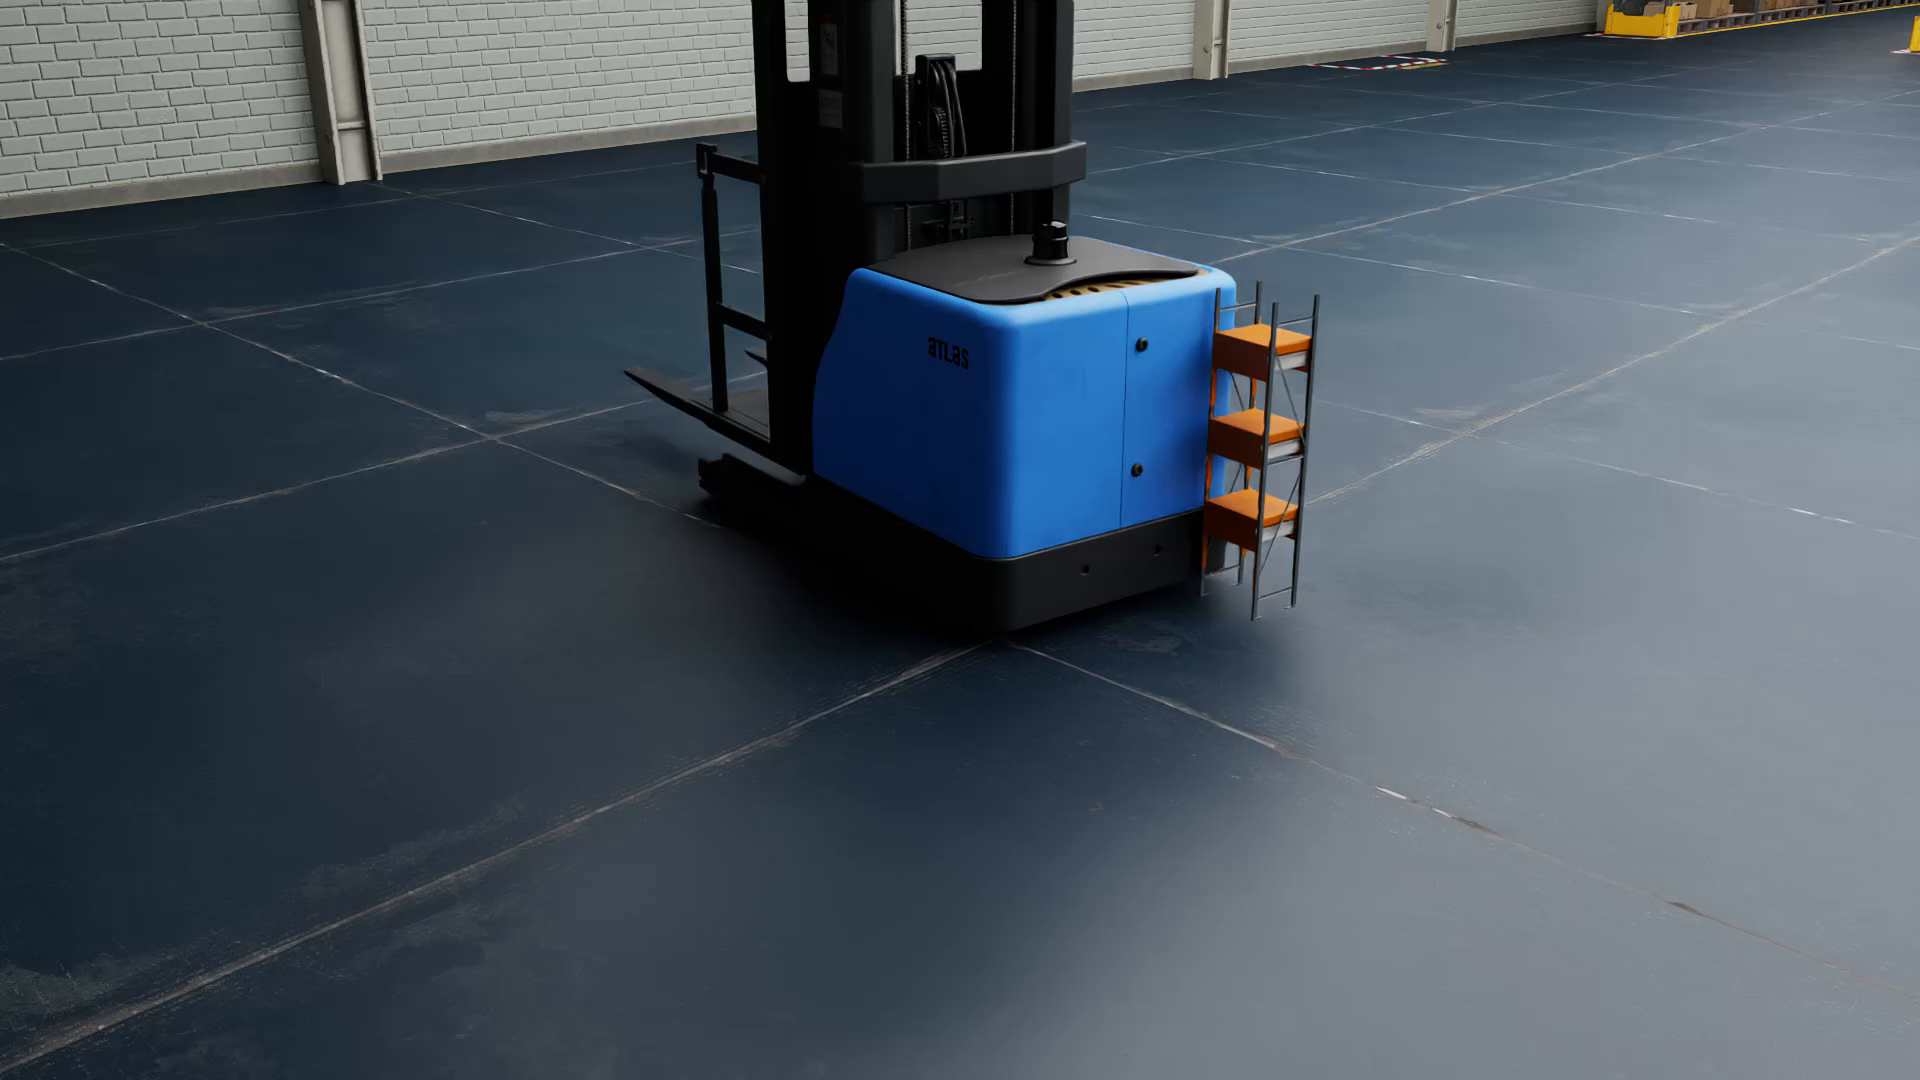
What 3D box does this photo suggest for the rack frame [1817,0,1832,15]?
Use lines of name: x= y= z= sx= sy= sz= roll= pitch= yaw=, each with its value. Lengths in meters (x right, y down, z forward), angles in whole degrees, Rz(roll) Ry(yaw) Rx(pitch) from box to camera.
rack frame: x=17.373 y=-12.240 z=33.740 sx=1.000 sy=3.000 sz=0.127 roll=19 pitch=28 yaw=41

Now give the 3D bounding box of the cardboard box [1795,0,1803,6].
cardboard box: x=16.466 y=-10.978 z=33.325 sx=0.700 sy=0.500 sz=0.500 roll=19 pitch=28 yaw=41

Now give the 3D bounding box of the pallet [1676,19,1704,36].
pallet: x=12.437 y=-9.102 z=29.461 sx=1.003 sy=0.211 sz=1.213 roll=19 pitch=28 yaw=41

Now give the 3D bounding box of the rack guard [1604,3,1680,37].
rack guard: x=11.845 y=-9.037 z=28.889 sx=1.175 sy=0.500 sz=0.348 roll=19 pitch=28 yaw=41

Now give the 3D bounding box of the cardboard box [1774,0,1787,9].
cardboard box: x=15.794 y=-10.711 z=32.631 sx=0.700 sy=0.500 sz=0.500 roll=20 pitch=28 yaw=41

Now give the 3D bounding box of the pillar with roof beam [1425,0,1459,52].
pillar with roof beam: x=10.560 y=-10.761 z=21.529 sx=9.100 sy=9.000 sz=0.400 roll=19 pitch=28 yaw=41

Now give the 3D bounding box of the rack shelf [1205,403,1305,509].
rack shelf: x=0.955 y=-0.273 z=5.352 sx=0.215 sy=0.259 sz=0.240 roll=-15 pitch=25 yaw=-33

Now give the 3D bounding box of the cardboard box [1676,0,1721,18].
cardboard box: x=13.285 y=-9.701 z=30.003 sx=0.700 sy=0.500 sz=0.500 roll=17 pitch=27 yaw=37

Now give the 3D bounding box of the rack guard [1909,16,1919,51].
rack guard: x=15.327 y=-7.772 z=25.599 sx=1.175 sy=0.500 sz=0.348 roll=19 pitch=28 yaw=41

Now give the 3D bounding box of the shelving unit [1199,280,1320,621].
shelving unit: x=0.955 y=-0.283 z=5.348 sx=0.215 sy=1.050 sz=0.252 roll=-15 pitch=25 yaw=-33

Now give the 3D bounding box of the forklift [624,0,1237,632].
forklift: x=-0.358 y=-1.552 z=6.027 sx=1.130 sy=2.935 sz=3.031 roll=-14 pitch=25 yaw=-33

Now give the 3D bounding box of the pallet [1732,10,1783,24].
pallet: x=15.125 y=-10.111 z=32.087 sx=1.003 sy=0.211 sz=1.213 roll=19 pitch=28 yaw=41

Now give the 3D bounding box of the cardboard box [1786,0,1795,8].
cardboard box: x=16.139 y=-10.843 z=32.975 sx=0.700 sy=0.500 sz=0.500 roll=19 pitch=28 yaw=40

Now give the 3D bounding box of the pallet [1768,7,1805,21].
pallet: x=15.976 y=-10.426 z=32.907 sx=1.003 sy=0.211 sz=1.213 roll=19 pitch=28 yaw=41

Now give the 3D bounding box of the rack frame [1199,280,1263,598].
rack frame: x=0.883 y=-0.319 z=5.440 sx=0.200 sy=1.050 sz=0.008 roll=-15 pitch=25 yaw=-33

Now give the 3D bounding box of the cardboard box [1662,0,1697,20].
cardboard box: x=12.737 y=-9.436 z=29.579 sx=0.500 sy=0.311 sz=0.500 roll=-17 pitch=27 yaw=-38

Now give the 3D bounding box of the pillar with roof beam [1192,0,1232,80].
pillar with roof beam: x=6.374 y=-9.219 z=17.516 sx=9.100 sy=9.000 sz=0.400 roll=19 pitch=28 yaw=41

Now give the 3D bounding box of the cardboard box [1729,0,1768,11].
cardboard box: x=15.084 y=-10.444 z=31.937 sx=0.500 sy=0.500 sz=0.700 roll=-19 pitch=28 yaw=-40

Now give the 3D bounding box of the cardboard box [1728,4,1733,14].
cardboard box: x=14.231 y=-9.950 z=31.117 sx=0.380 sy=0.166 sz=0.250 roll=15 pitch=26 yaw=34

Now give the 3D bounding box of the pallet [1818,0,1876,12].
pallet: x=18.828 y=-11.435 z=35.530 sx=1.003 sy=0.211 sz=1.213 roll=19 pitch=28 yaw=41

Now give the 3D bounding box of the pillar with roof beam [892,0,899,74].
pillar with roof beam: x=2.189 y=-7.676 z=13.504 sx=9.100 sy=9.000 sz=0.400 roll=19 pitch=28 yaw=41

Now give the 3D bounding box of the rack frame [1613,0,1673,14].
rack frame: x=11.792 y=-10.184 z=28.390 sx=1.000 sy=3.000 sz=0.127 roll=19 pitch=28 yaw=41

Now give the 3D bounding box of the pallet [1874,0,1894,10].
pallet: x=19.679 y=-11.750 z=36.350 sx=1.003 sy=0.211 sz=1.213 roll=19 pitch=28 yaw=41

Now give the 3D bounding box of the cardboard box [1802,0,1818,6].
cardboard box: x=16.908 y=-11.081 z=33.594 sx=0.500 sy=0.500 sz=0.700 roll=-20 pitch=29 yaw=-41

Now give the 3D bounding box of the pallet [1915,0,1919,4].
pallet: x=21.601 y=-12.458 z=38.193 sx=1.003 sy=0.211 sz=1.213 roll=19 pitch=28 yaw=41

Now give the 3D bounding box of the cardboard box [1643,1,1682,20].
cardboard box: x=12.340 y=-9.290 z=29.197 sx=0.500 sy=0.311 sz=0.500 roll=15 pitch=26 yaw=35

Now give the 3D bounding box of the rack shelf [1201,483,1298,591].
rack shelf: x=0.955 y=-0.014 z=5.452 sx=0.215 sy=0.259 sz=0.240 roll=-15 pitch=25 yaw=-33

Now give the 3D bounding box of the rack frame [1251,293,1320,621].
rack frame: x=1.027 y=-0.248 z=5.256 sx=0.200 sy=1.050 sz=0.008 roll=-15 pitch=25 yaw=-33

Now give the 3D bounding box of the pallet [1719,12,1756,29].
pallet: x=14.140 y=-9.729 z=31.093 sx=1.003 sy=0.211 sz=1.213 roll=19 pitch=28 yaw=41

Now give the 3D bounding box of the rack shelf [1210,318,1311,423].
rack shelf: x=0.955 y=-0.538 z=5.250 sx=0.215 sy=0.259 sz=0.240 roll=-15 pitch=25 yaw=-33

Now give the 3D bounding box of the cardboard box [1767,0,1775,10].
cardboard box: x=15.409 y=-10.590 z=32.316 sx=0.700 sy=0.500 sz=0.500 roll=19 pitch=28 yaw=40

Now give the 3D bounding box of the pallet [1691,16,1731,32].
pallet: x=13.288 y=-9.414 z=30.273 sx=1.003 sy=0.211 sz=1.213 roll=19 pitch=28 yaw=41

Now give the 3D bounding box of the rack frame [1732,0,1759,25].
rack frame: x=14.583 y=-11.212 z=31.065 sx=1.000 sy=3.000 sz=0.127 roll=19 pitch=28 yaw=41

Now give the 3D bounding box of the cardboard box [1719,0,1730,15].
cardboard box: x=13.887 y=-9.974 z=30.714 sx=0.500 sy=0.500 sz=0.500 roll=17 pitch=27 yaw=37

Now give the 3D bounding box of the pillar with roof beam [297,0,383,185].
pillar with roof beam: x=-1.997 y=-6.134 z=9.491 sx=9.100 sy=9.000 sz=0.400 roll=19 pitch=28 yaw=41

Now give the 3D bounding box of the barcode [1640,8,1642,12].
barcode: x=12.066 y=-9.399 z=29.468 sx=0.001 sy=0.075 sz=0.075 roll=19 pitch=28 yaw=41

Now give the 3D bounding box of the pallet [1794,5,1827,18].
pallet: x=16.827 y=-10.738 z=33.719 sx=1.003 sy=0.211 sz=1.213 roll=19 pitch=28 yaw=41

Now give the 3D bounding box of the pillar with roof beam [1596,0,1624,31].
pillar with roof beam: x=14.745 y=-12.303 z=25.542 sx=9.100 sy=9.000 sz=0.400 roll=19 pitch=28 yaw=41

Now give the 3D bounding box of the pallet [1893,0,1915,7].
pallet: x=20.750 y=-12.143 z=37.373 sx=1.003 sy=0.211 sz=1.213 roll=19 pitch=28 yaw=41

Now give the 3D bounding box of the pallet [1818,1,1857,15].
pallet: x=17.977 y=-11.123 z=34.718 sx=1.003 sy=0.211 sz=1.213 roll=19 pitch=28 yaw=41
